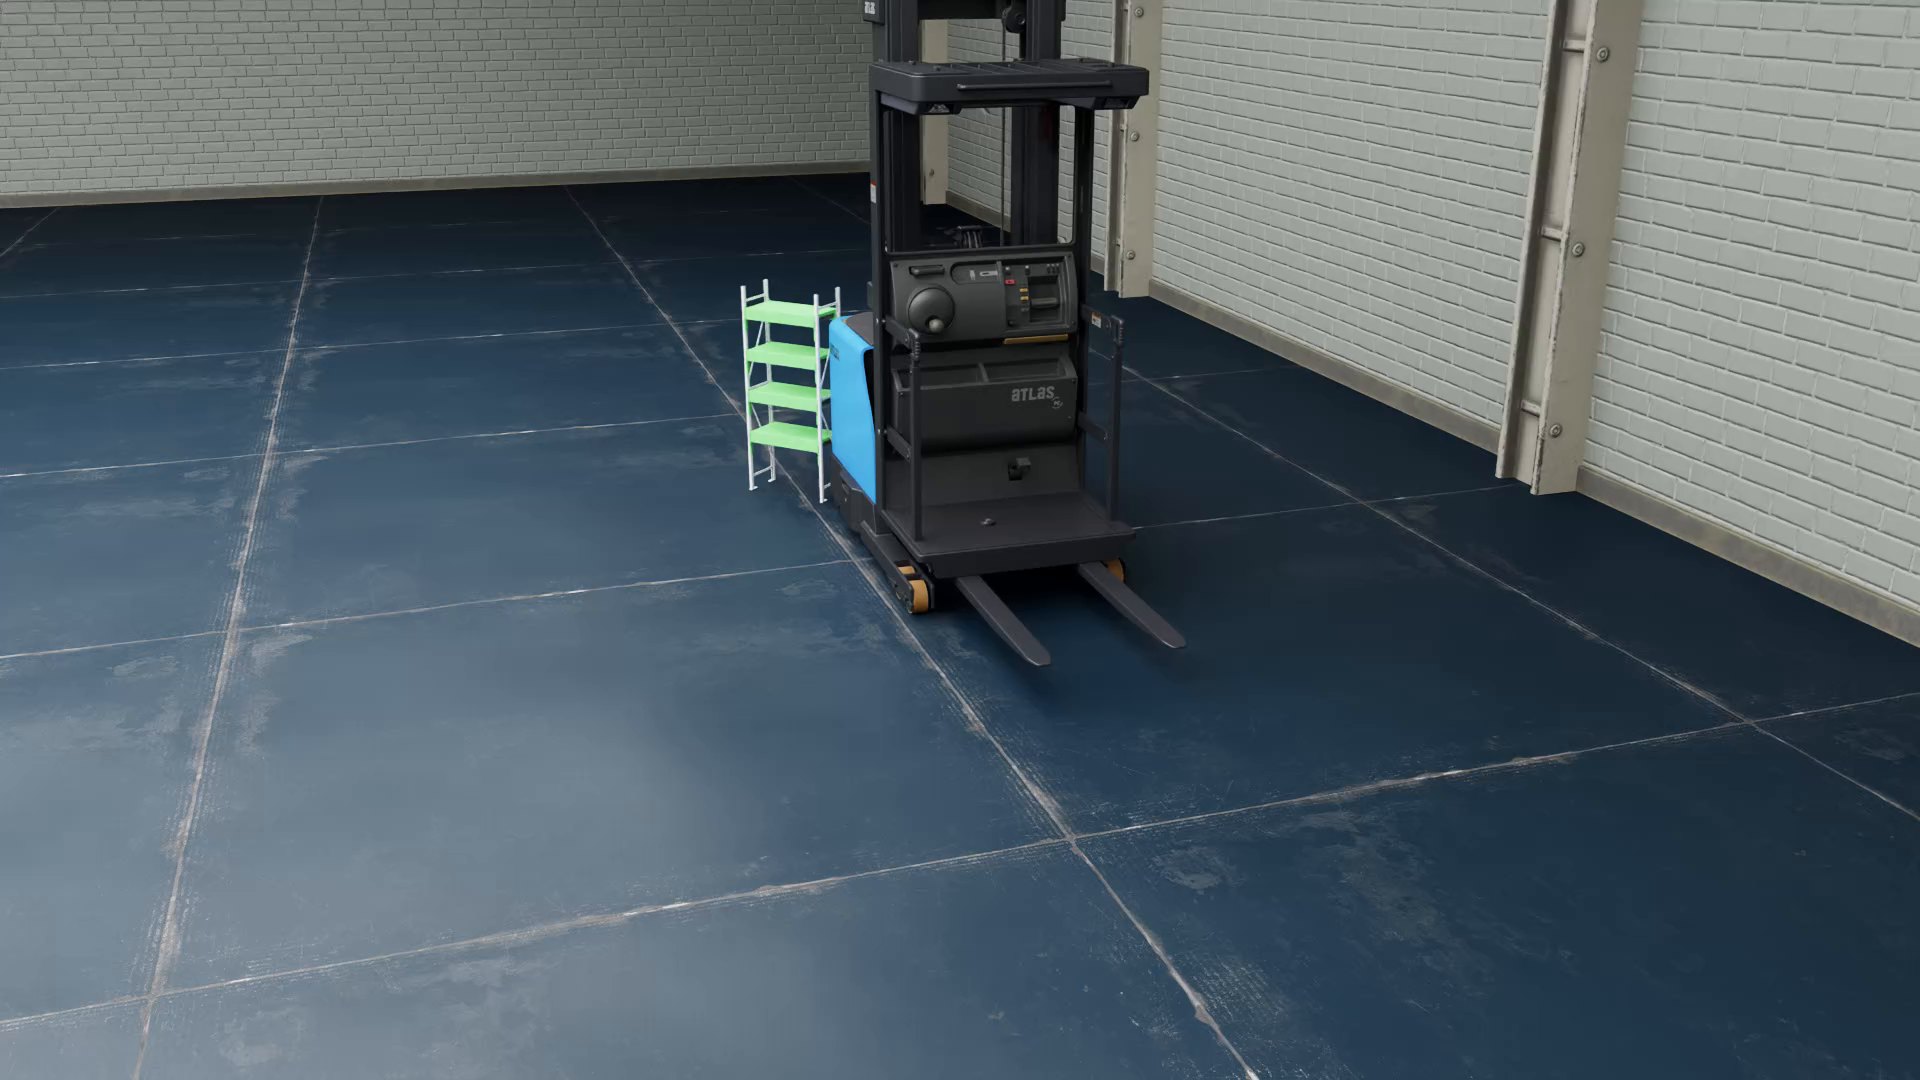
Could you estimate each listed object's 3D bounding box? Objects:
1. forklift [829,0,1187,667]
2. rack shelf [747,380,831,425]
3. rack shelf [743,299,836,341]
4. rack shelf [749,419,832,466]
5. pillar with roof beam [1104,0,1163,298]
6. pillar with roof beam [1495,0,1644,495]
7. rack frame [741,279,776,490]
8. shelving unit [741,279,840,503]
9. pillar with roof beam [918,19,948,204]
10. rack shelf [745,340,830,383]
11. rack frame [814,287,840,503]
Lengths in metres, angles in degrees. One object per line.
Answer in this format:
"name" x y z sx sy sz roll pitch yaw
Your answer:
"forklift" 0.187 -1.176 7.855 1.130 2.935 3.031 -6 21 -16
"rack shelf" -0.950 -0.791 9.534 0.480 0.148 0.258 10 22 27
"rack shelf" -0.950 -1.243 9.372 0.480 0.148 0.258 10 22 27
"rack shelf" -0.950 -0.566 9.615 0.480 0.148 0.258 10 22 27
"pillar with roof beam" -2.551 -6.043 12.428 9.100 9.000 0.400 -6 21 -17
"pillar with roof beam" -0.666 -4.117 7.067 9.100 9.000 0.400 -6 21 -17
"rack frame" -1.164 -0.891 9.622 0.015 1.200 0.240 10 22 27
"shelving unit" -0.950 -0.852 9.512 0.503 1.200 0.258 10 22 27
"pillar with roof beam" -4.437 -7.968 17.788 9.100 9.000 0.400 -6 21 -17
"rack shelf" -0.950 -1.017 9.453 0.480 0.148 0.258 10 22 27
"rack frame" -0.736 -0.812 9.402 0.015 1.200 0.240 10 22 27
